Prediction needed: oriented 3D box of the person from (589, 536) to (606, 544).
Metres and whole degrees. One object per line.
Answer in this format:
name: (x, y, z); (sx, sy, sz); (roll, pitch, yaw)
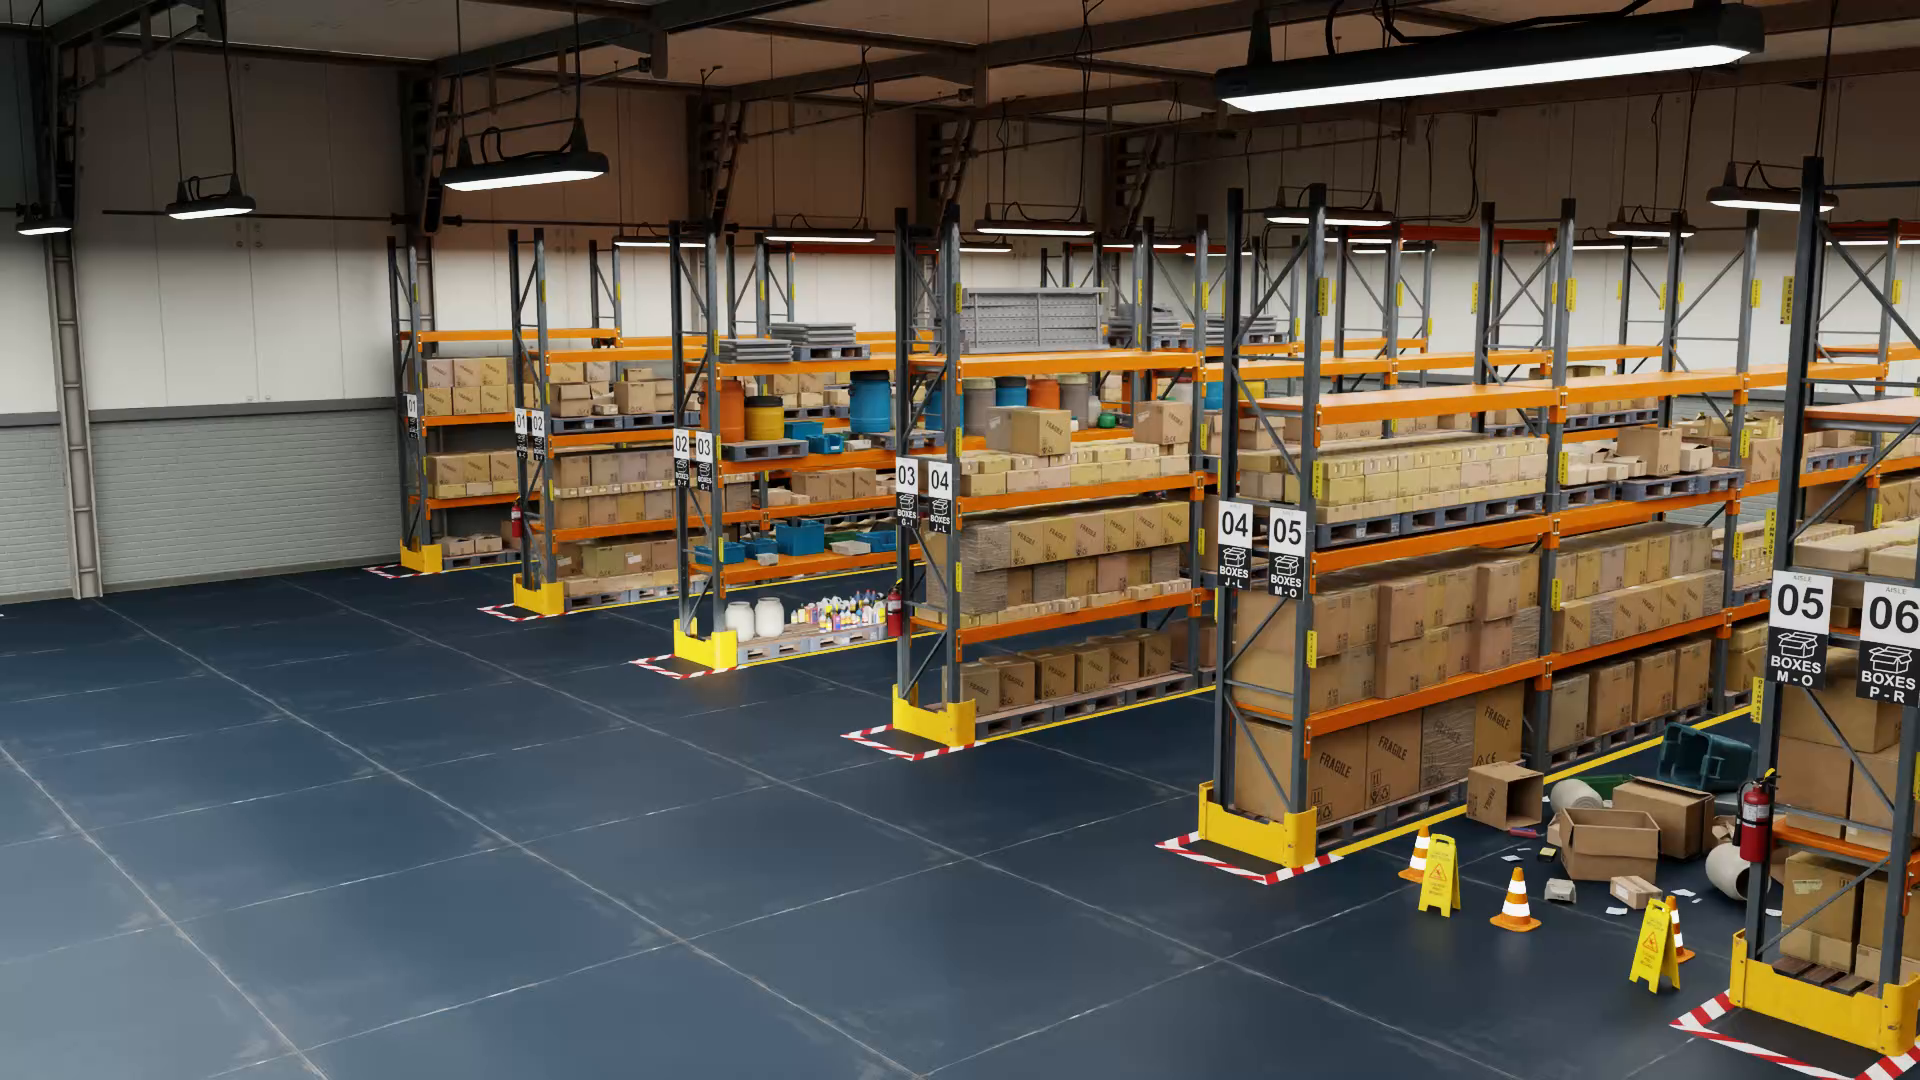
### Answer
person: (-6.280, -0.028, 29.024); (0.370, 1.639, 0.719); (2, 9, 15)
